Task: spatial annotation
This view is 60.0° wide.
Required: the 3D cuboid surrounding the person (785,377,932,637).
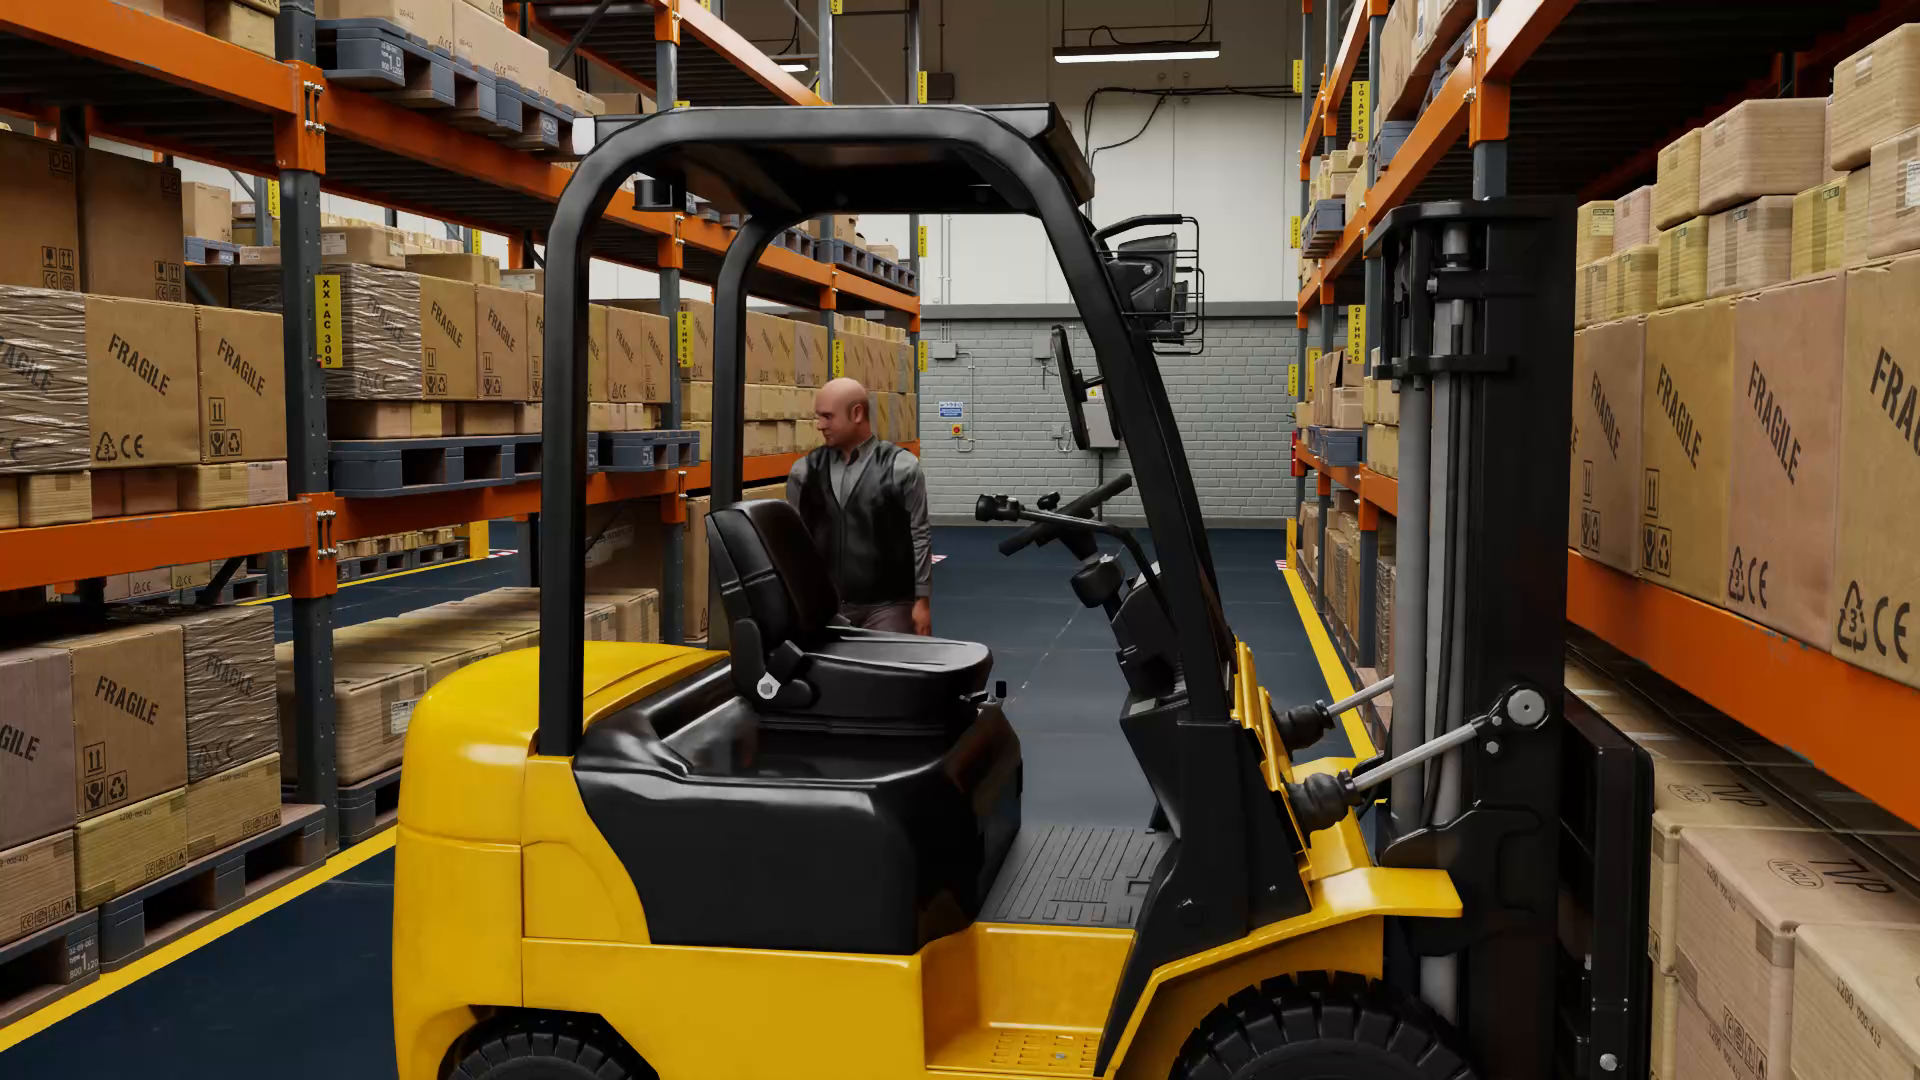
[{"bbox_3d":[-0.395,0.274,6.005,0.558,1.716,0.435,1,5,10],"label":"person"}]
